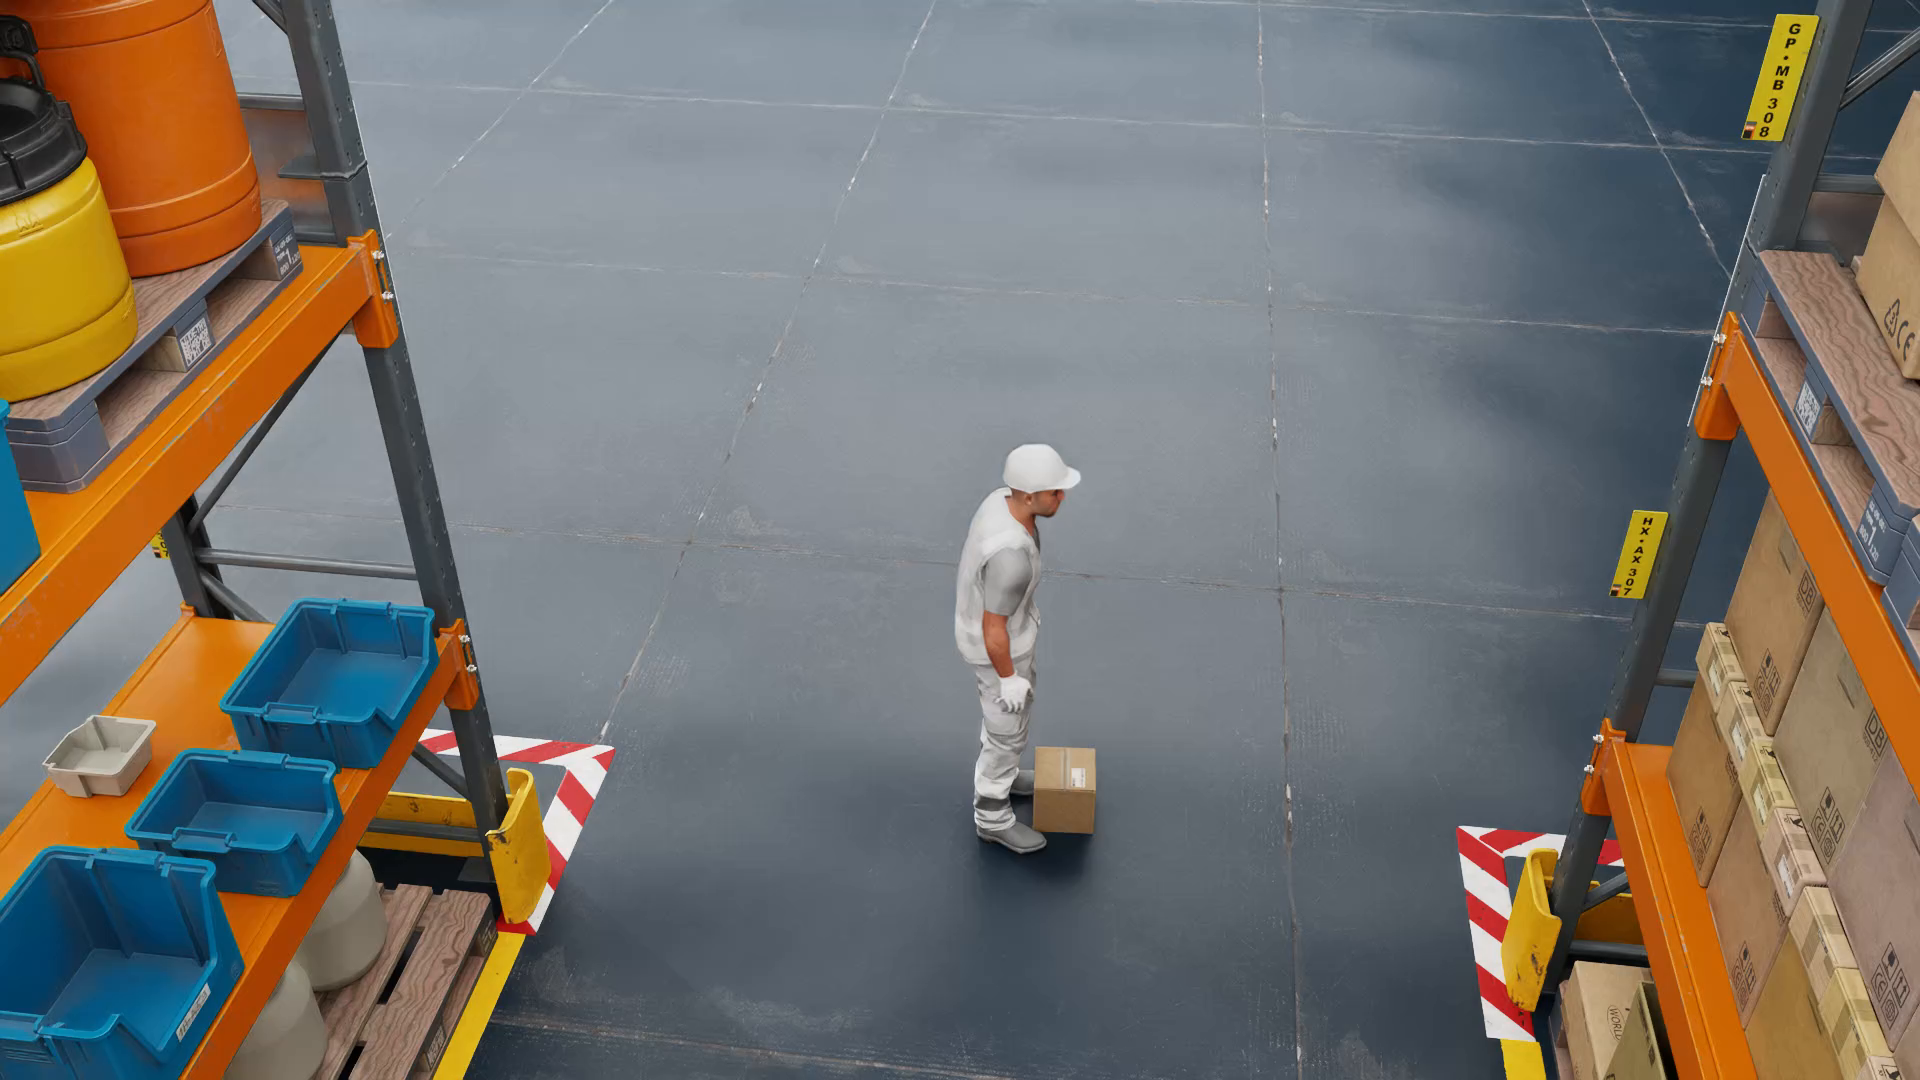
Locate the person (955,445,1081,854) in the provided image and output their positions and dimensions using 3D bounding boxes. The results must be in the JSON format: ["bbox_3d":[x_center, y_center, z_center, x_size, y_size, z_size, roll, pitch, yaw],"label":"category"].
[{"bbox_3d":[0.210,0.399,6.475,0.456,1.779,0.613,4,36,5],"label":"person"}]
